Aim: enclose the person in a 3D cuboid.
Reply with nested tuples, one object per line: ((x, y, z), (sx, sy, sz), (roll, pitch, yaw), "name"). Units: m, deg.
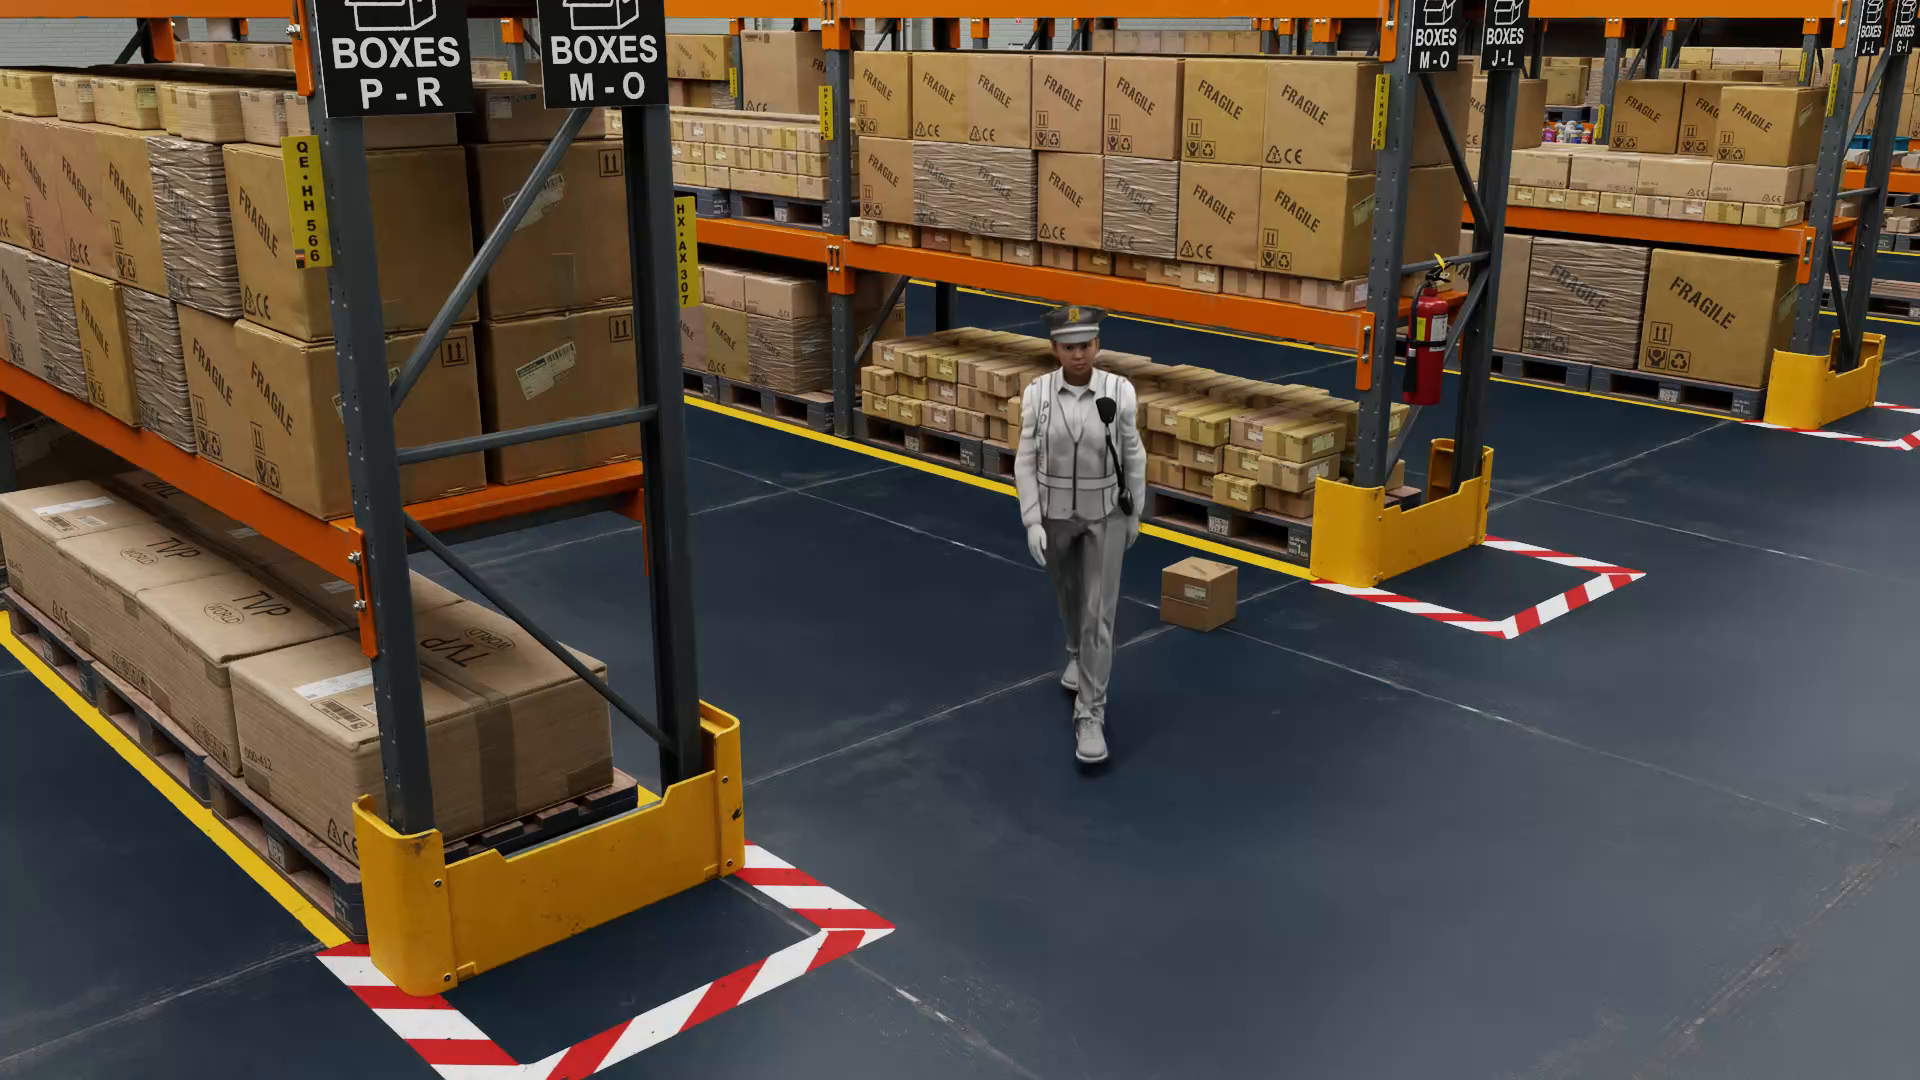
((0.439, -0.093, 6.282), (0.480, 1.623, 0.959), (4, 18, 14), "person")
